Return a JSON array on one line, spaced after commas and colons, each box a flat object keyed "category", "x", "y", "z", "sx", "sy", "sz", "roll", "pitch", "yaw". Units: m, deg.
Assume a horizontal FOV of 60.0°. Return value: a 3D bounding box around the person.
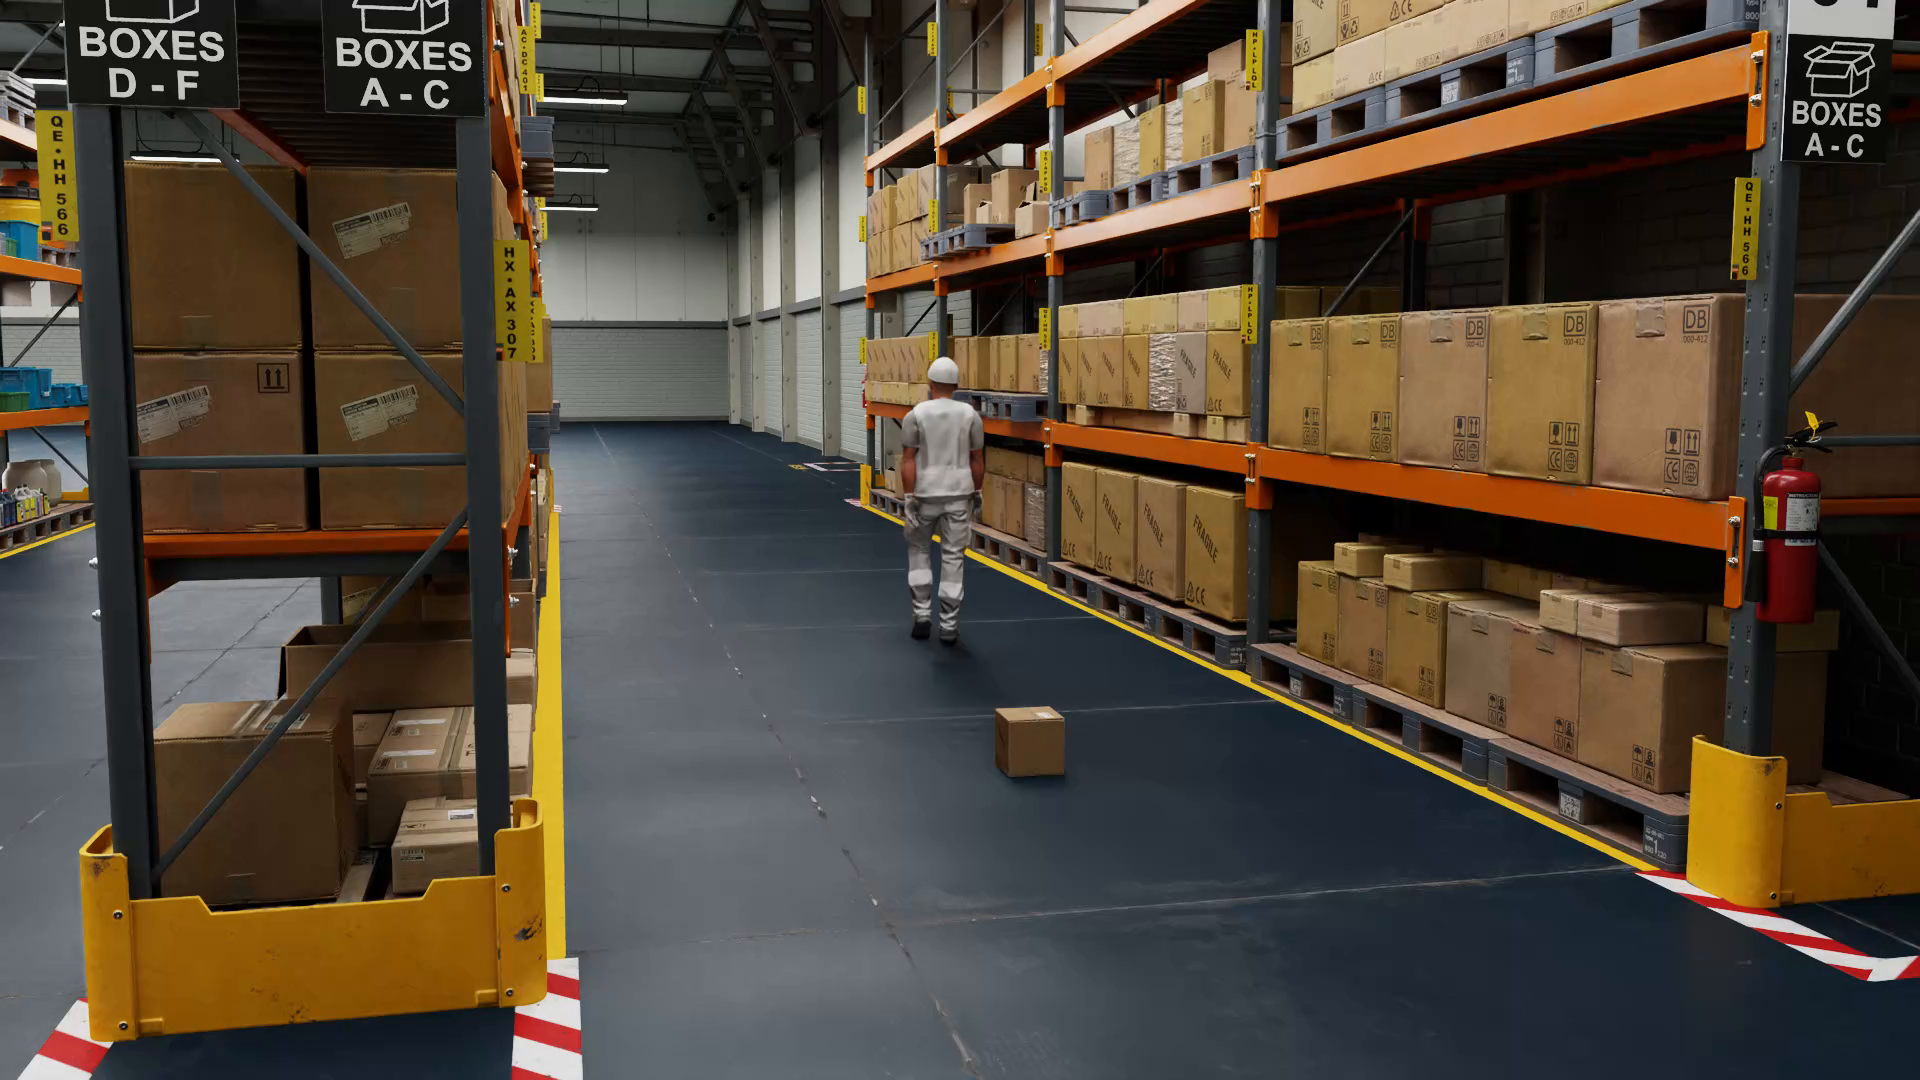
[{"category": "person", "x": -0.111, "y": -0.241, "z": 10.577, "sx": 0.537, "sy": 1.838, "sz": 0.502, "roll": 0, "pitch": 6, "yaw": -3}]
